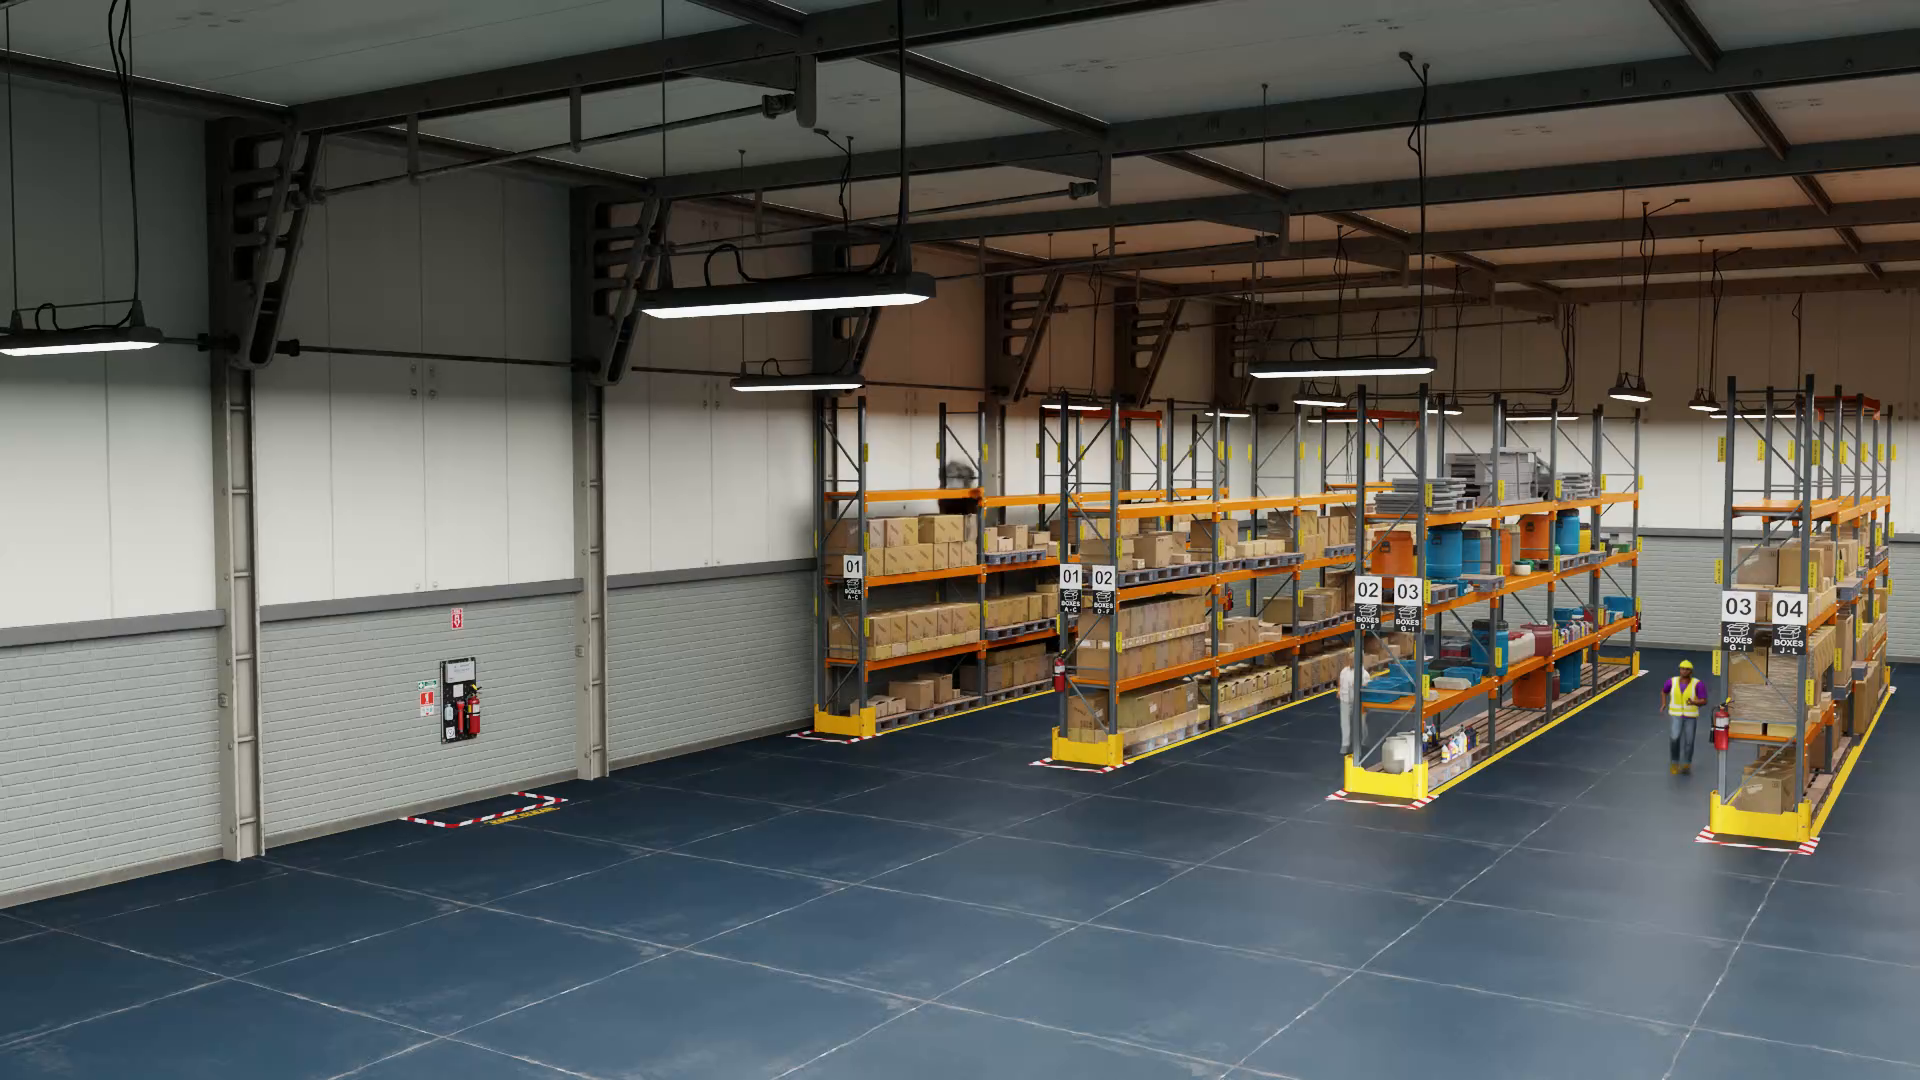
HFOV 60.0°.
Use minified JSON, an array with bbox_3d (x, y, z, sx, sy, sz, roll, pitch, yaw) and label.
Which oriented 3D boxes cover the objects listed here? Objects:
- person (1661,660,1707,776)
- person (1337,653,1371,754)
[{"bbox_3d":[11.239,2.769,25.840,0.670,1.798,0.728,1,3,26],"label":"person"},{"bbox_3d":[6.575,2.705,27.803,0.614,1.643,0.899,2,3,29],"label":"person"}]
